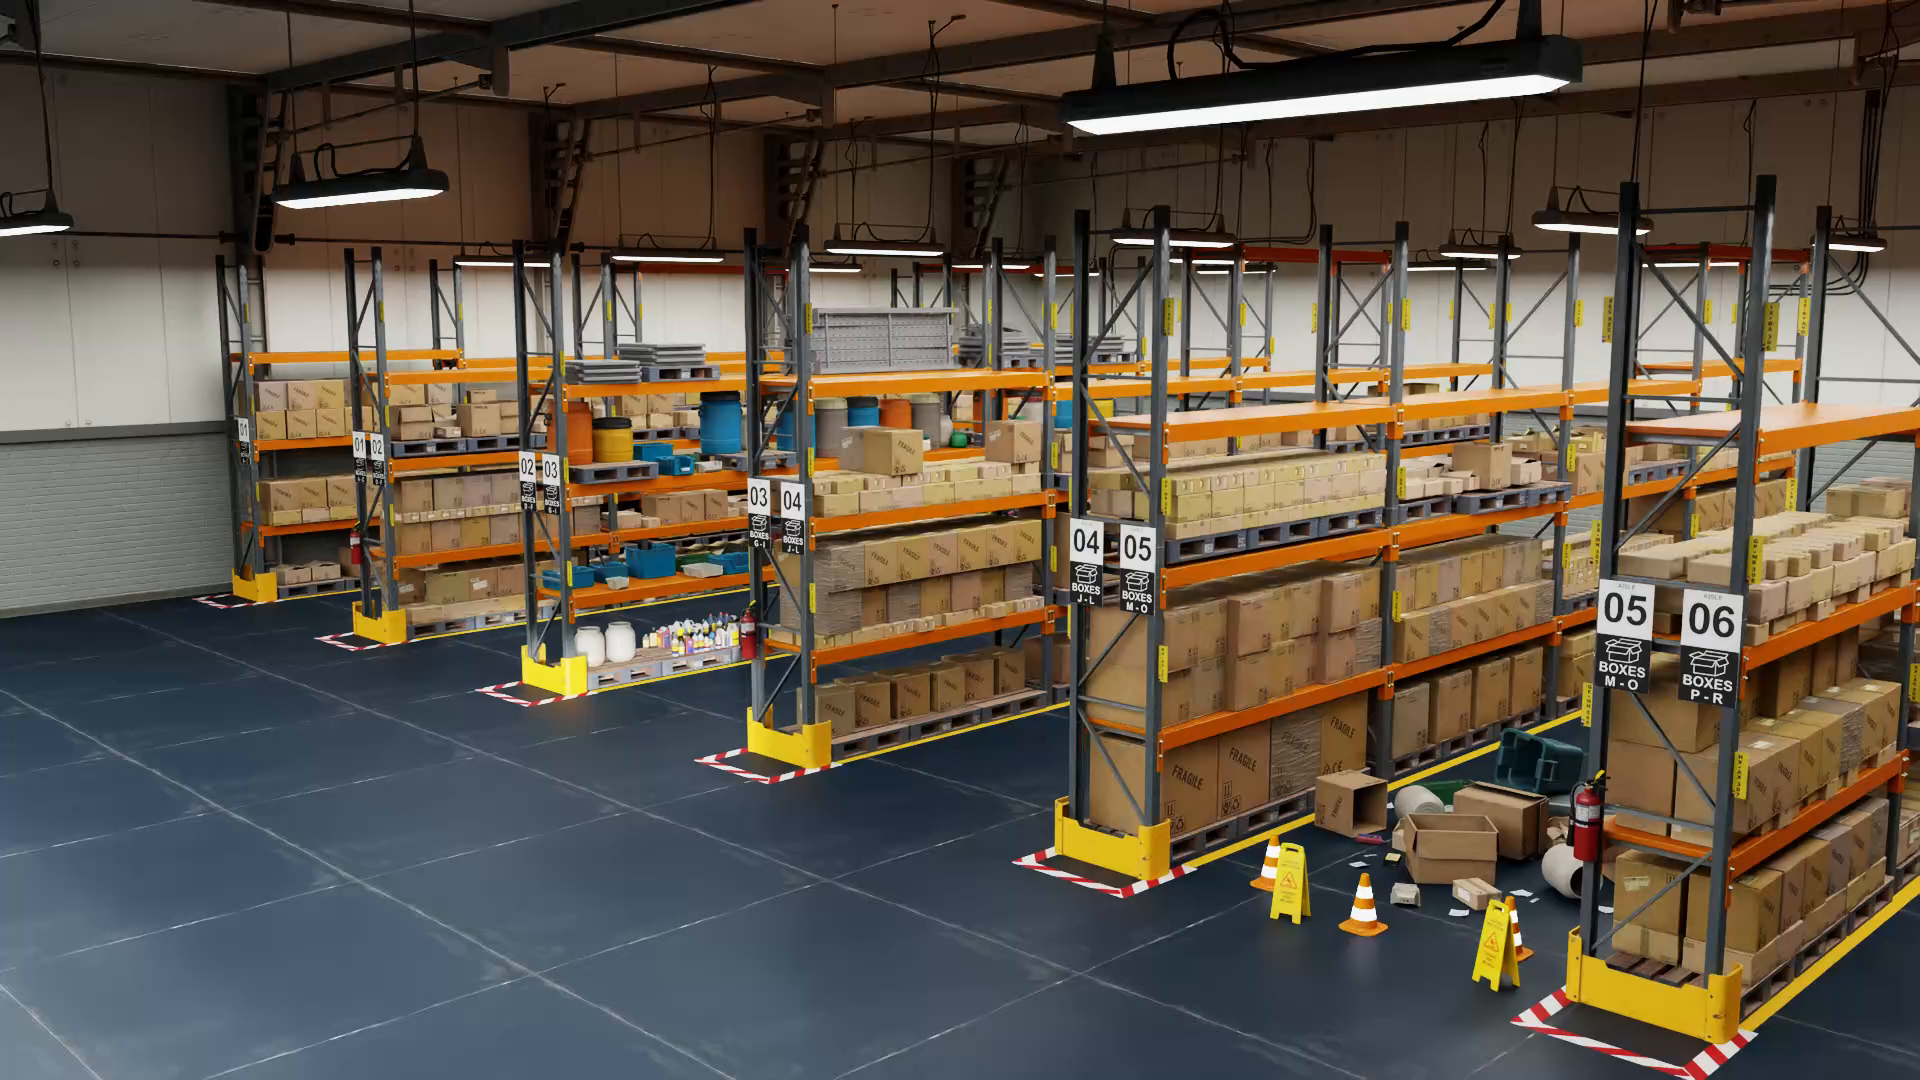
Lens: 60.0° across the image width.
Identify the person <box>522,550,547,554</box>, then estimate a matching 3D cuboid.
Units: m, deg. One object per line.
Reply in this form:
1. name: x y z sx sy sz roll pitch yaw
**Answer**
1. person: -7.713 0.094 30.114 0.626 1.708 0.516 -5 9 -30
